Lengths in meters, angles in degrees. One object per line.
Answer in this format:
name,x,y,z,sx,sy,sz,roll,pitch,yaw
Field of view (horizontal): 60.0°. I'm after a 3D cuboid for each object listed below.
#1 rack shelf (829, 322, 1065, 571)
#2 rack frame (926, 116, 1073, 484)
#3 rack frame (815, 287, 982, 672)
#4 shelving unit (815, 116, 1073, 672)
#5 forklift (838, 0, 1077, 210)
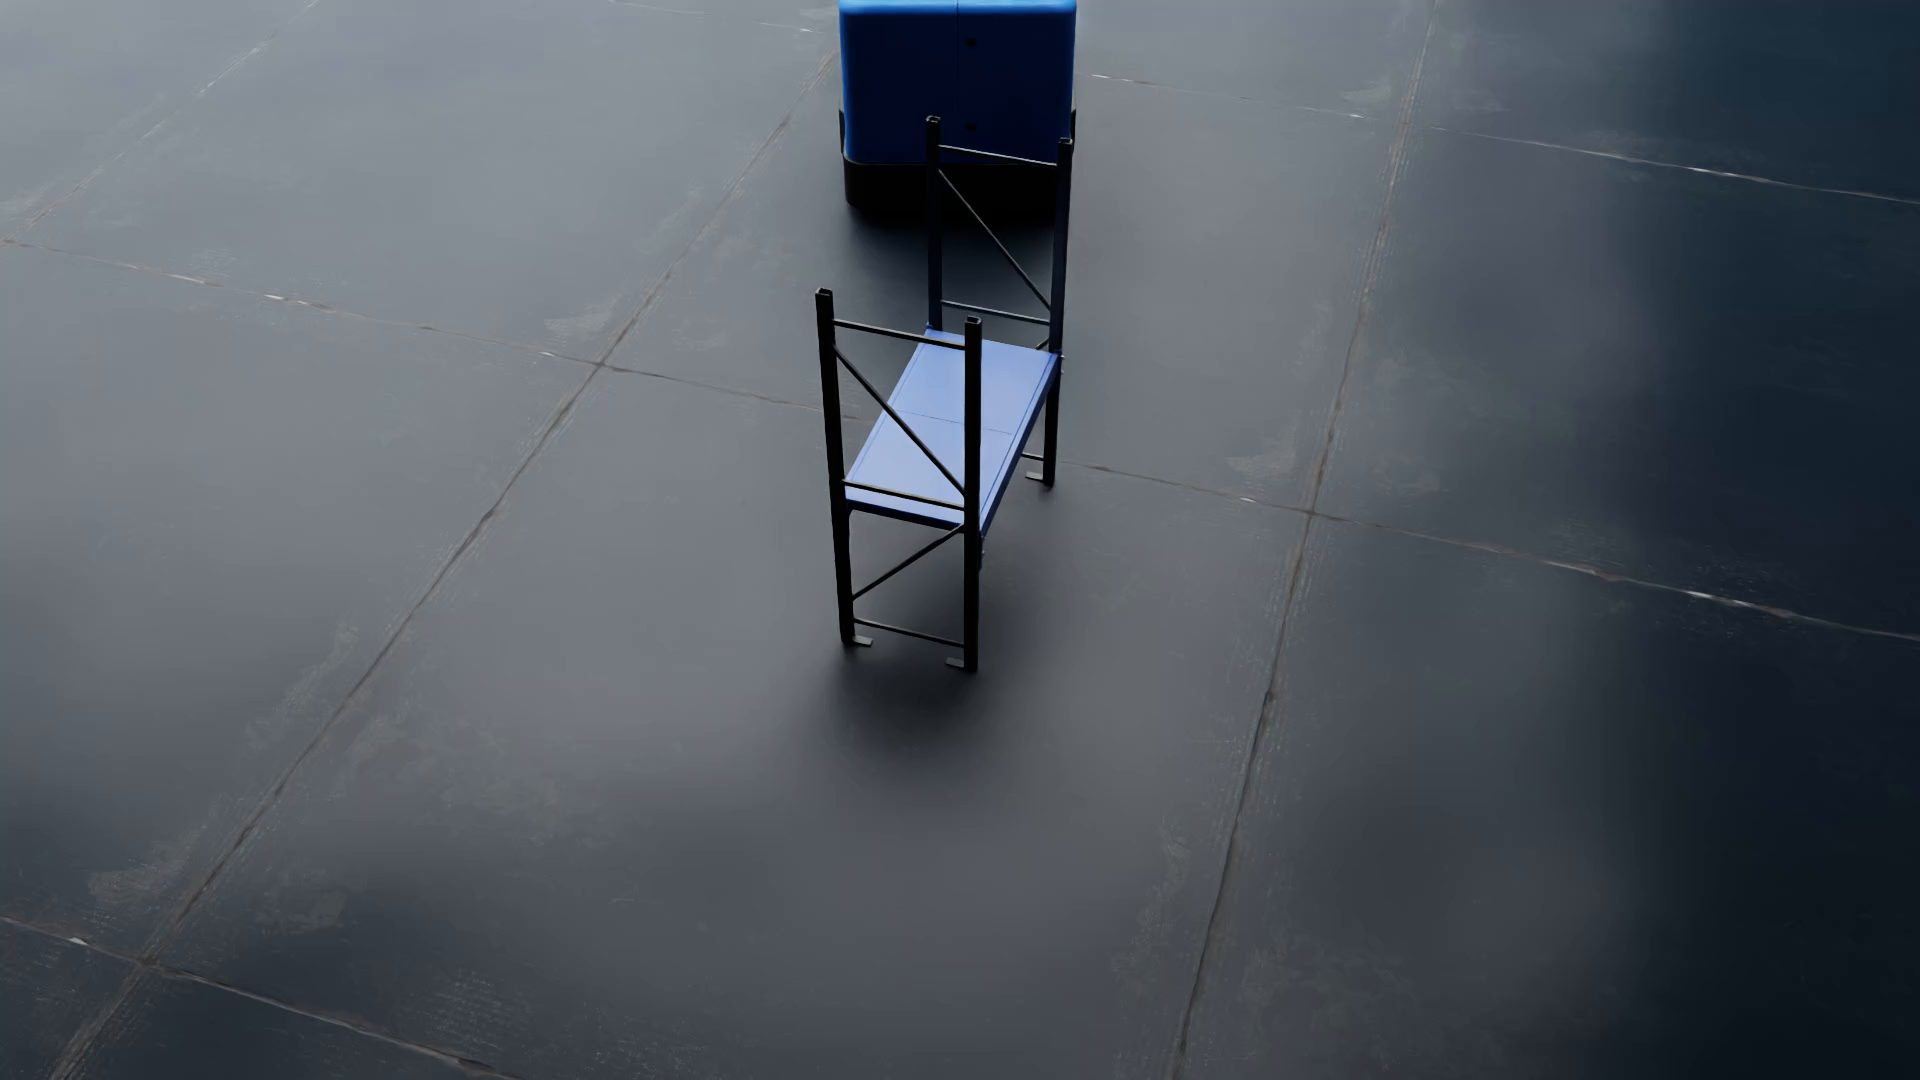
rack shelf,-0.026,-0.351,5.793,0.538,0.185,1.000,13,46,12
rack frame,0.128,-0.818,6.014,0.500,1.500,0.032,13,46,12
rack frame,-0.180,-0.140,5.321,0.500,1.500,0.032,13,46,12
shelving unit,-0.026,-0.479,5.667,0.538,1.500,1.048,13,46,12
forklift,-0.016,-3.587,7.820,1.130,2.935,3.031,0,44,0
